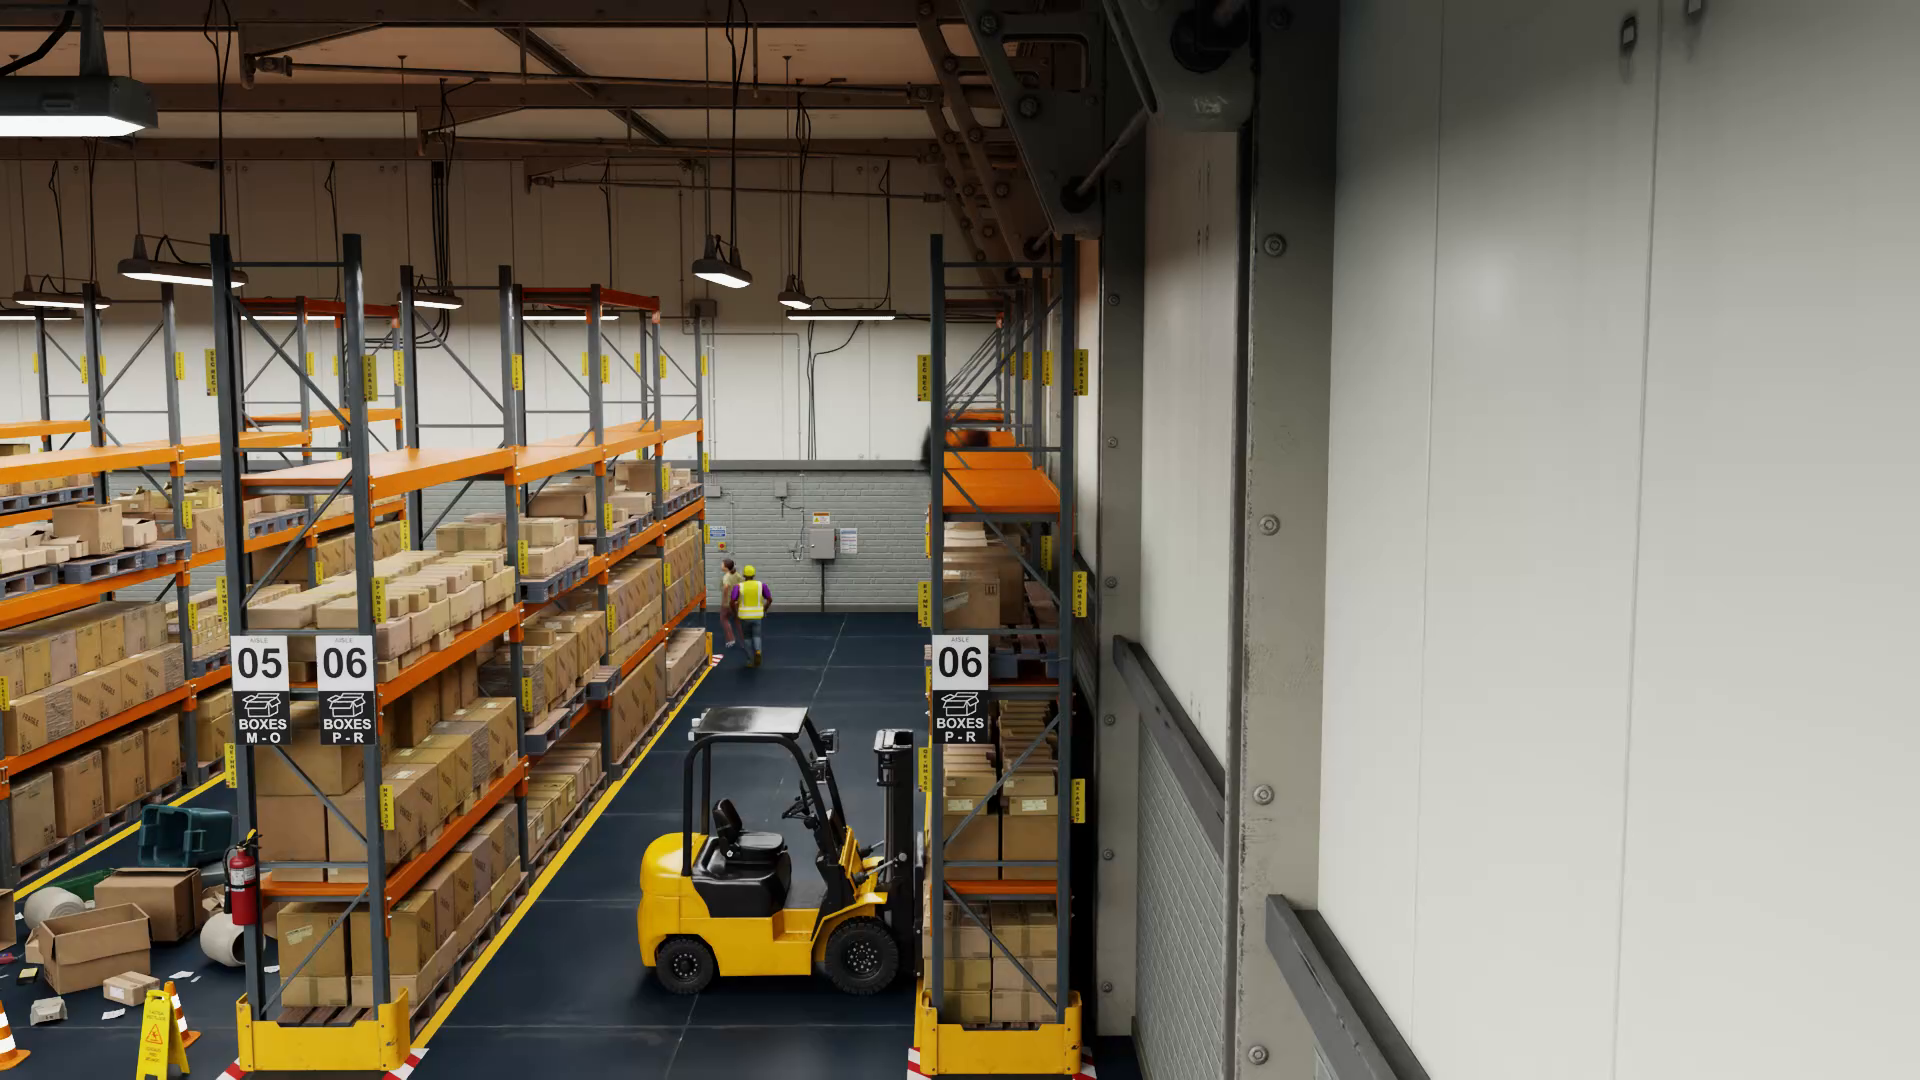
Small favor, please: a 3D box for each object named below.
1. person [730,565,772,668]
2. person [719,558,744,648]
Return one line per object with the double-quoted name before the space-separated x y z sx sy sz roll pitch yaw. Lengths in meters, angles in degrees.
"person" -3.452 1.281 27.479 0.705 1.738 0.730 -1 6 -11
"person" -4.084 1.127 29.284 0.575 1.650 0.727 -5 8 -40
